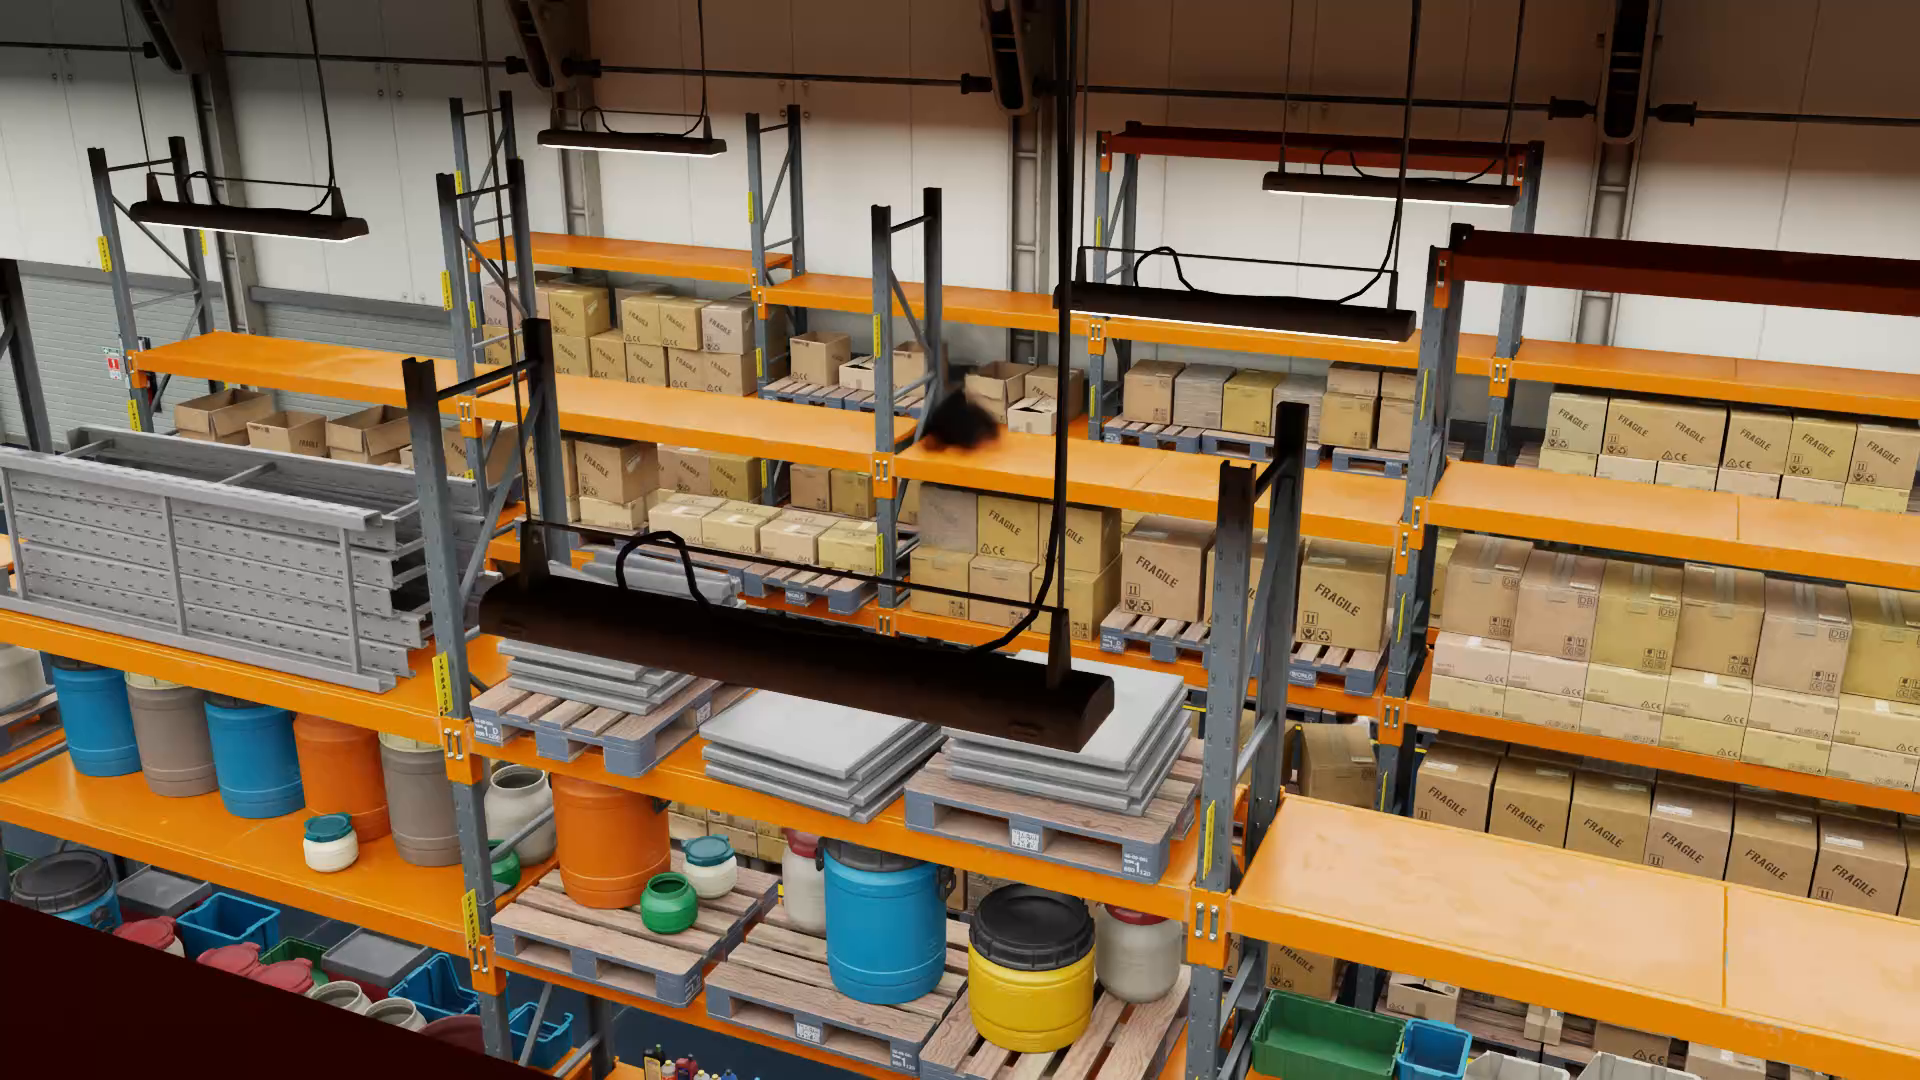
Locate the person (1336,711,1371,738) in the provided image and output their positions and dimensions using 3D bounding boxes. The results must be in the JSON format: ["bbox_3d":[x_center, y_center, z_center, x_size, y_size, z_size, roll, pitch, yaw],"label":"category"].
[{"bbox_3d":[3.385,2.122,14.595,0.643,1.724,0.678,9,22,23],"label":"person"}]
